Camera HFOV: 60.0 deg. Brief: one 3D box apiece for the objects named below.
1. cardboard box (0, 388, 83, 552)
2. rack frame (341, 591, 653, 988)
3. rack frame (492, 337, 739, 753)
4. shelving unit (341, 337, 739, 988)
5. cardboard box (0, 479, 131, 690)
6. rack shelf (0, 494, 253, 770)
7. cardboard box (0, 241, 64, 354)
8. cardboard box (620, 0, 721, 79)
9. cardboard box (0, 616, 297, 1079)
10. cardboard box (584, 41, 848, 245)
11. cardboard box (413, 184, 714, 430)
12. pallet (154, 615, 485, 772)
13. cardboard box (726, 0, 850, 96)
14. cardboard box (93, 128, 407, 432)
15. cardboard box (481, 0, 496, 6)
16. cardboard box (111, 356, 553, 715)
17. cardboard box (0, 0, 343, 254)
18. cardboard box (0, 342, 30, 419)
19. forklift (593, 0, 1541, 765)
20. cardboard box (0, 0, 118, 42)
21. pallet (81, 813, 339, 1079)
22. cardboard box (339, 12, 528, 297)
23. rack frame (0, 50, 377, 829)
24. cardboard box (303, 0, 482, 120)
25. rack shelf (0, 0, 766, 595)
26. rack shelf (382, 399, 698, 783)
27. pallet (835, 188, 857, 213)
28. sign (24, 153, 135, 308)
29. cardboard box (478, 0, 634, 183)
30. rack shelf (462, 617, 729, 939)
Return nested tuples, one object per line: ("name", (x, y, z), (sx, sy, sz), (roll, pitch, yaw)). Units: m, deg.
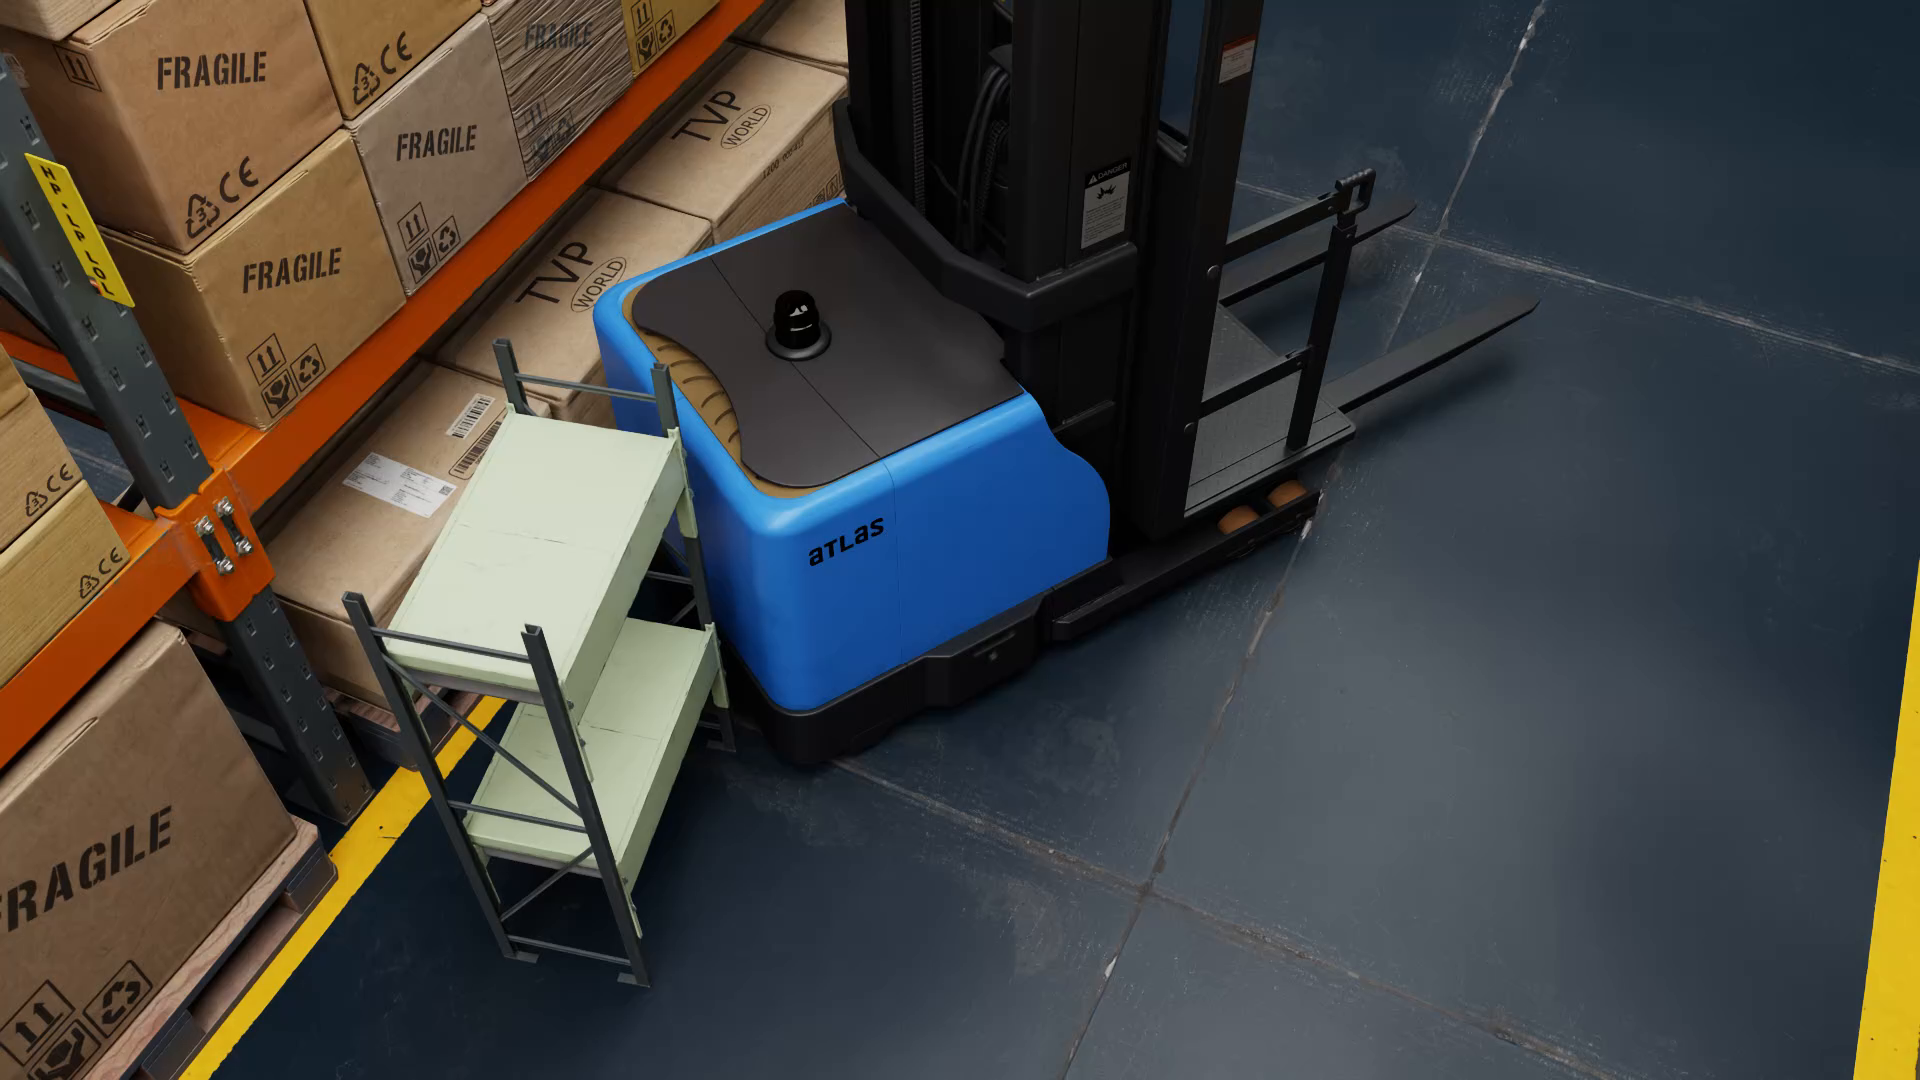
("cardboard box", (-2.077, -0.115, 3.148), (0.500, 0.250, 0.500), (20, 52, 16))
("rack frame", (-0.988, 0.625, 3.734), (0.400, 1.500, 0.023), (10, 50, 8))
("rack frame", (-0.830, 0.080, 4.197), (0.400, 1.500, 0.023), (10, 50, 8))
("shelving unit", (-0.909, 0.352, 3.965), (0.431, 1.500, 0.755), (10, 50, 8))
("cardboard box", (-2.072, 0.055, 3.332), (0.500, 0.250, 0.500), (19, 52, 15))
("rack shelf", (-2.963, 1.226, 2.709), (1.077, 0.370, 4.000), (20, 52, 16))
("cardboard box", (-2.142, -0.819, 3.912), (0.500, 0.500, 0.500), (20, 53, 16))
("cardboard box", (-1.014, -1.695, 4.657), (0.500, 0.500, 0.500), (21, 53, 17))
("cardboard box", (-2.301, 0.621, 3.871), (0.875, 0.875, 0.875), (21, 53, 17))
("cardboard box", (-0.975, -1.324, 5.814), (0.875, 0.438, 0.875), (21, 53, 17))
("cardboard box", (-1.362, -0.704, 5.286), (0.875, 0.438, 0.875), (18, 52, 15))
("pallet", (-1.713, 0.021, 5.093), (1.003, 0.211, 1.213), (20, 52, 16))
("cardboard box", (-0.591, -1.957, 6.352), (0.875, 0.438, 0.875), (18, 52, 15))
("cardboard box", (-1.672, -0.654, 3.772), (0.500, 0.500, 0.500), (21, 53, 17))
("cardboard box", (-1.236, -1.684, 3.992), (0.500, 0.500, 0.500), (21, 53, 17))
("cardboard box", (-1.744, -0.087, 4.761), (0.875, 0.438, 0.875), (19, 52, 16))
("cardboard box", (-1.686, -0.990, 3.400), (0.500, 0.500, 0.500), (20, 53, 16))
("cardboard box", (-2.073, -0.351, 2.857), (0.500, 0.500, 0.500), (21, 53, 17))
("forklift", (0.525, -1.209, 4.354), (3.031, 2.935, 1.130), (-26, 54, -21))
("cardboard box", (-1.739, -1.084, 3.054), (0.380, 0.149, 0.250), (19, 52, 16))
("pallet", (-2.370, 1.075, 4.196), (1.003, 0.211, 1.213), (20, 52, 16))
("cardboard box", (-1.453, -1.000, 4.065), (0.500, 0.500, 0.500), (20, 53, 16))
("rack frame", (-2.109, -0.384, 3.607), (1.000, 3.000, 0.127), (20, 52, 16))
("cardboard box", (-1.465, -1.335, 3.695), (0.500, 0.500, 0.500), (19, 52, 16))
("rack shelf", (-1.254, -1.528, 5.053), (1.077, 0.370, 4.000), (20, 52, 16))
("rack shelf", (-0.909, 0.100, 3.668), (0.431, 0.370, 0.720), (10, 50, 8))
("pallet", (-0.671, -1.659, 6.523), (1.003, 0.211, 1.213), (20, 52, 16))
("sign", (-1.614, -0.564, 3.052), (0.100, 0.325, 0.005), (20, 52, 16))
("cardboard box", (-1.235, -1.340, 4.355), (0.500, 0.500, 0.500), (20, 53, 16))
("rack shelf", (-0.909, 0.564, 4.214), (0.431, 0.370, 0.720), (10, 50, 8))
